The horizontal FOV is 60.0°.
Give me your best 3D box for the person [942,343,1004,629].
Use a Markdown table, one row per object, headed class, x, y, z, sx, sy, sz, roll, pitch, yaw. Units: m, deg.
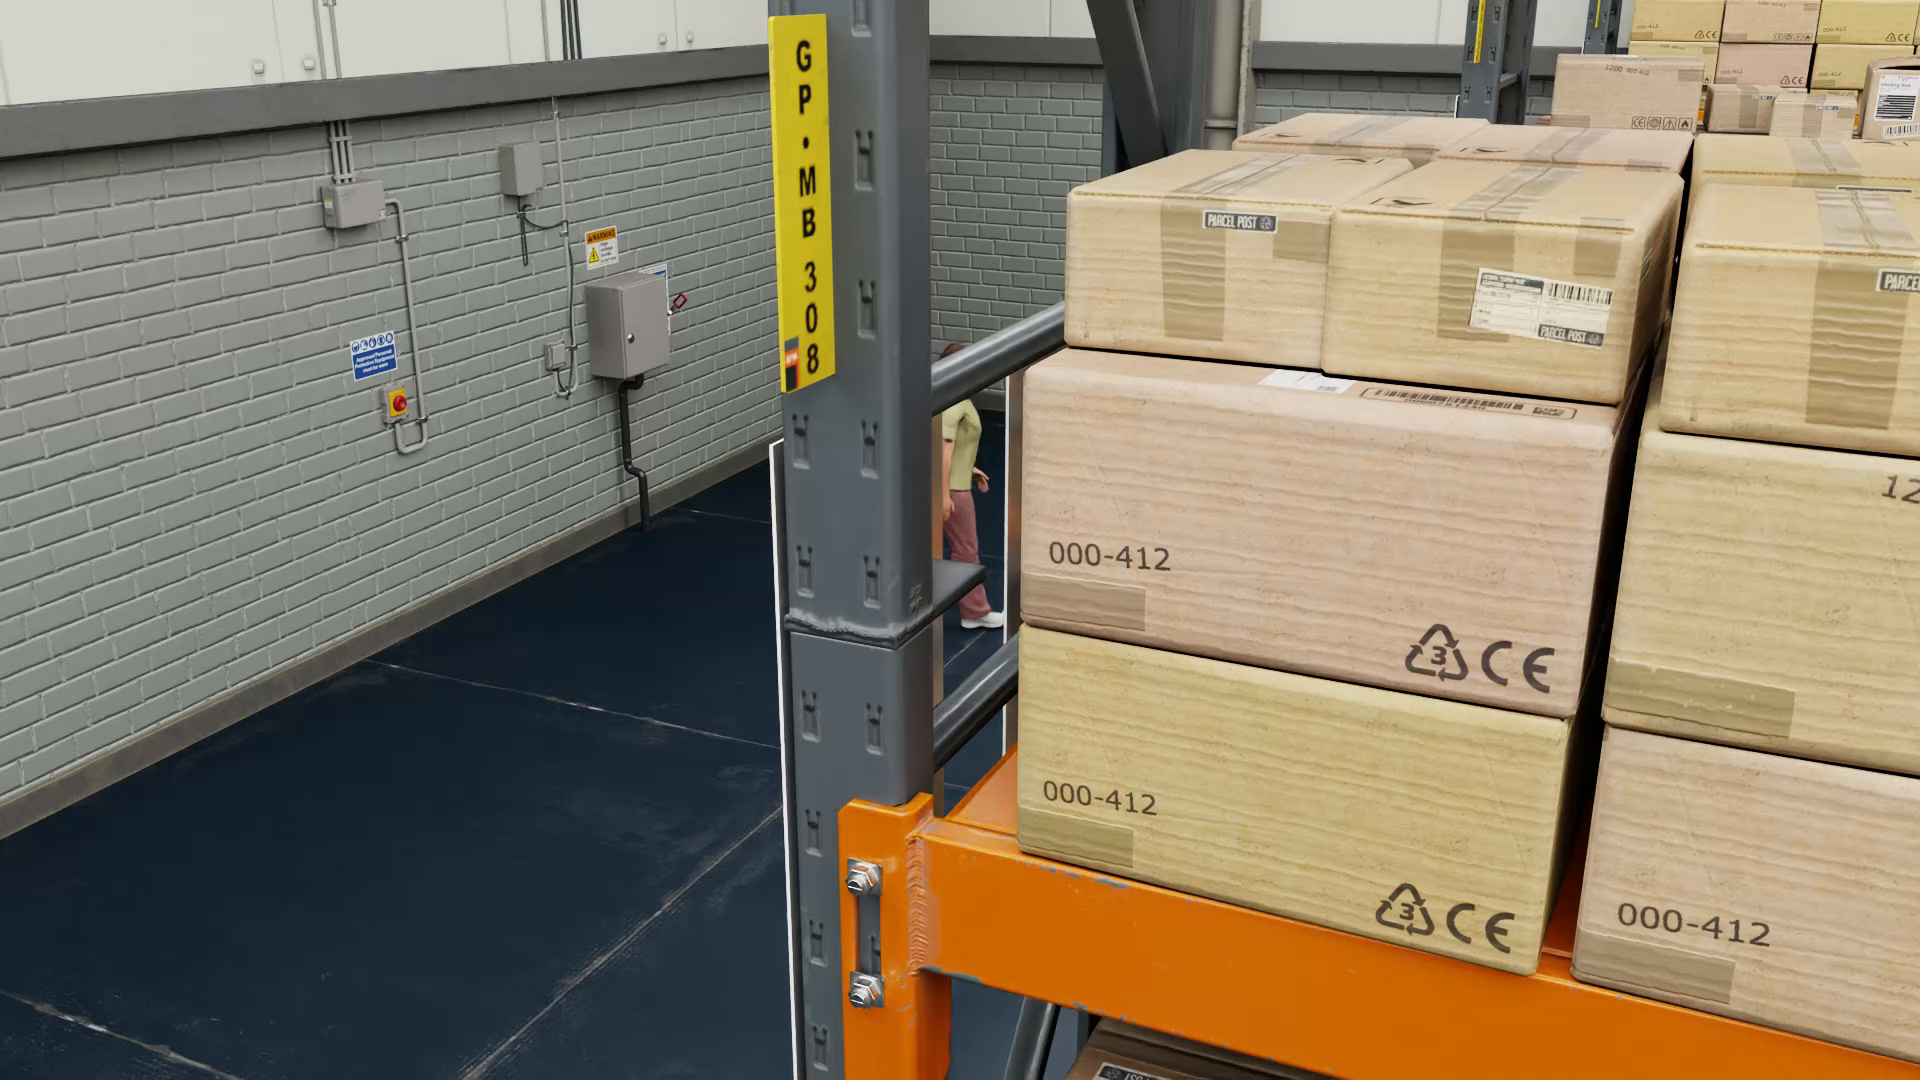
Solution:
| class | x | y | z | sx | sy | sz | roll | pitch | yaw |
| --- | --- | --- | --- | --- | --- | --- | --- | --- | --- |
| person | -0.050 | -0.300 | 9.423 | 0.706 | 1.663 | 0.478 | -2 | 19 | -7 |
